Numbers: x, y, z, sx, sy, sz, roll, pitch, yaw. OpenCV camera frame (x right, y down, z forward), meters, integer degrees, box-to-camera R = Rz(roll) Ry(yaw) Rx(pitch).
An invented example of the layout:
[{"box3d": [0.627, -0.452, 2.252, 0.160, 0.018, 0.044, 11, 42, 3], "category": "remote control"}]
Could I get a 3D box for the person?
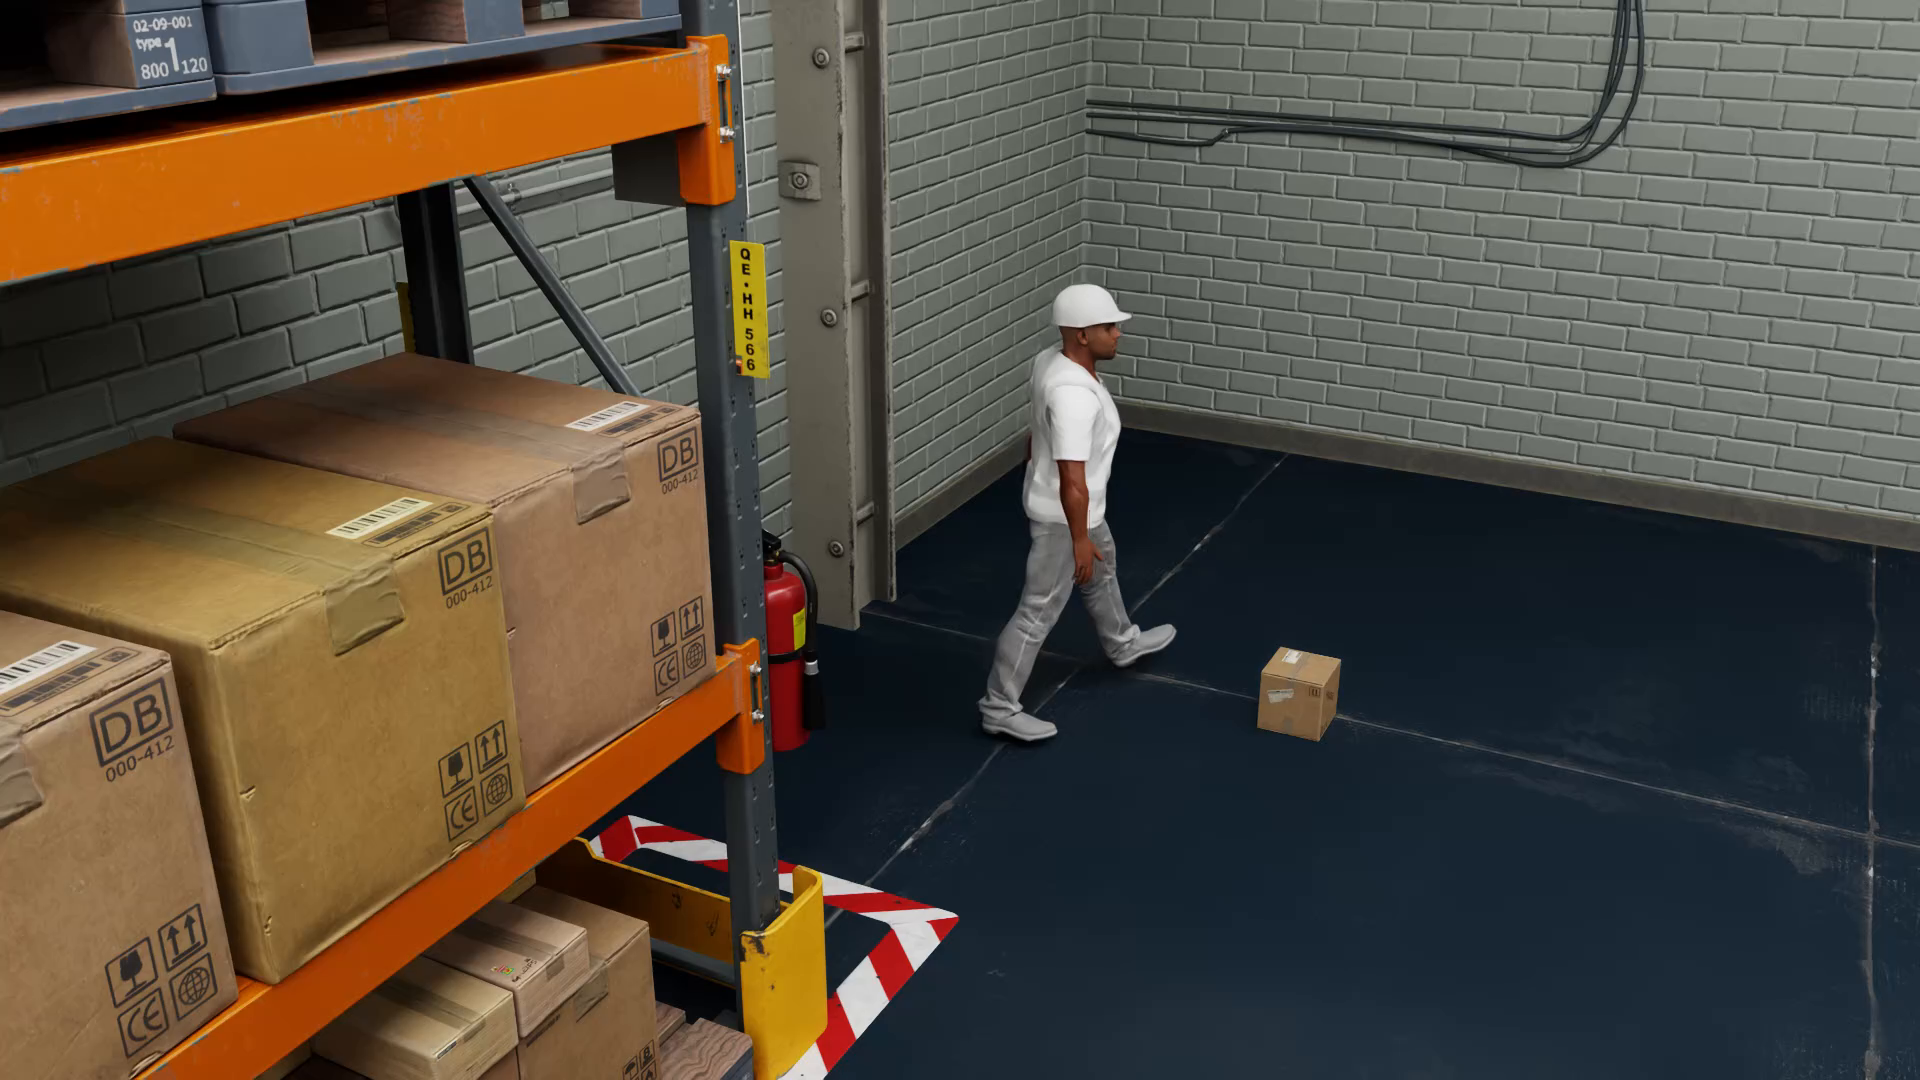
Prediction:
[{"box3d": [0.433, -0.430, 6.234, 0.388, 1.062, 0.680, -1, 23, -2], "category": "person"}]
